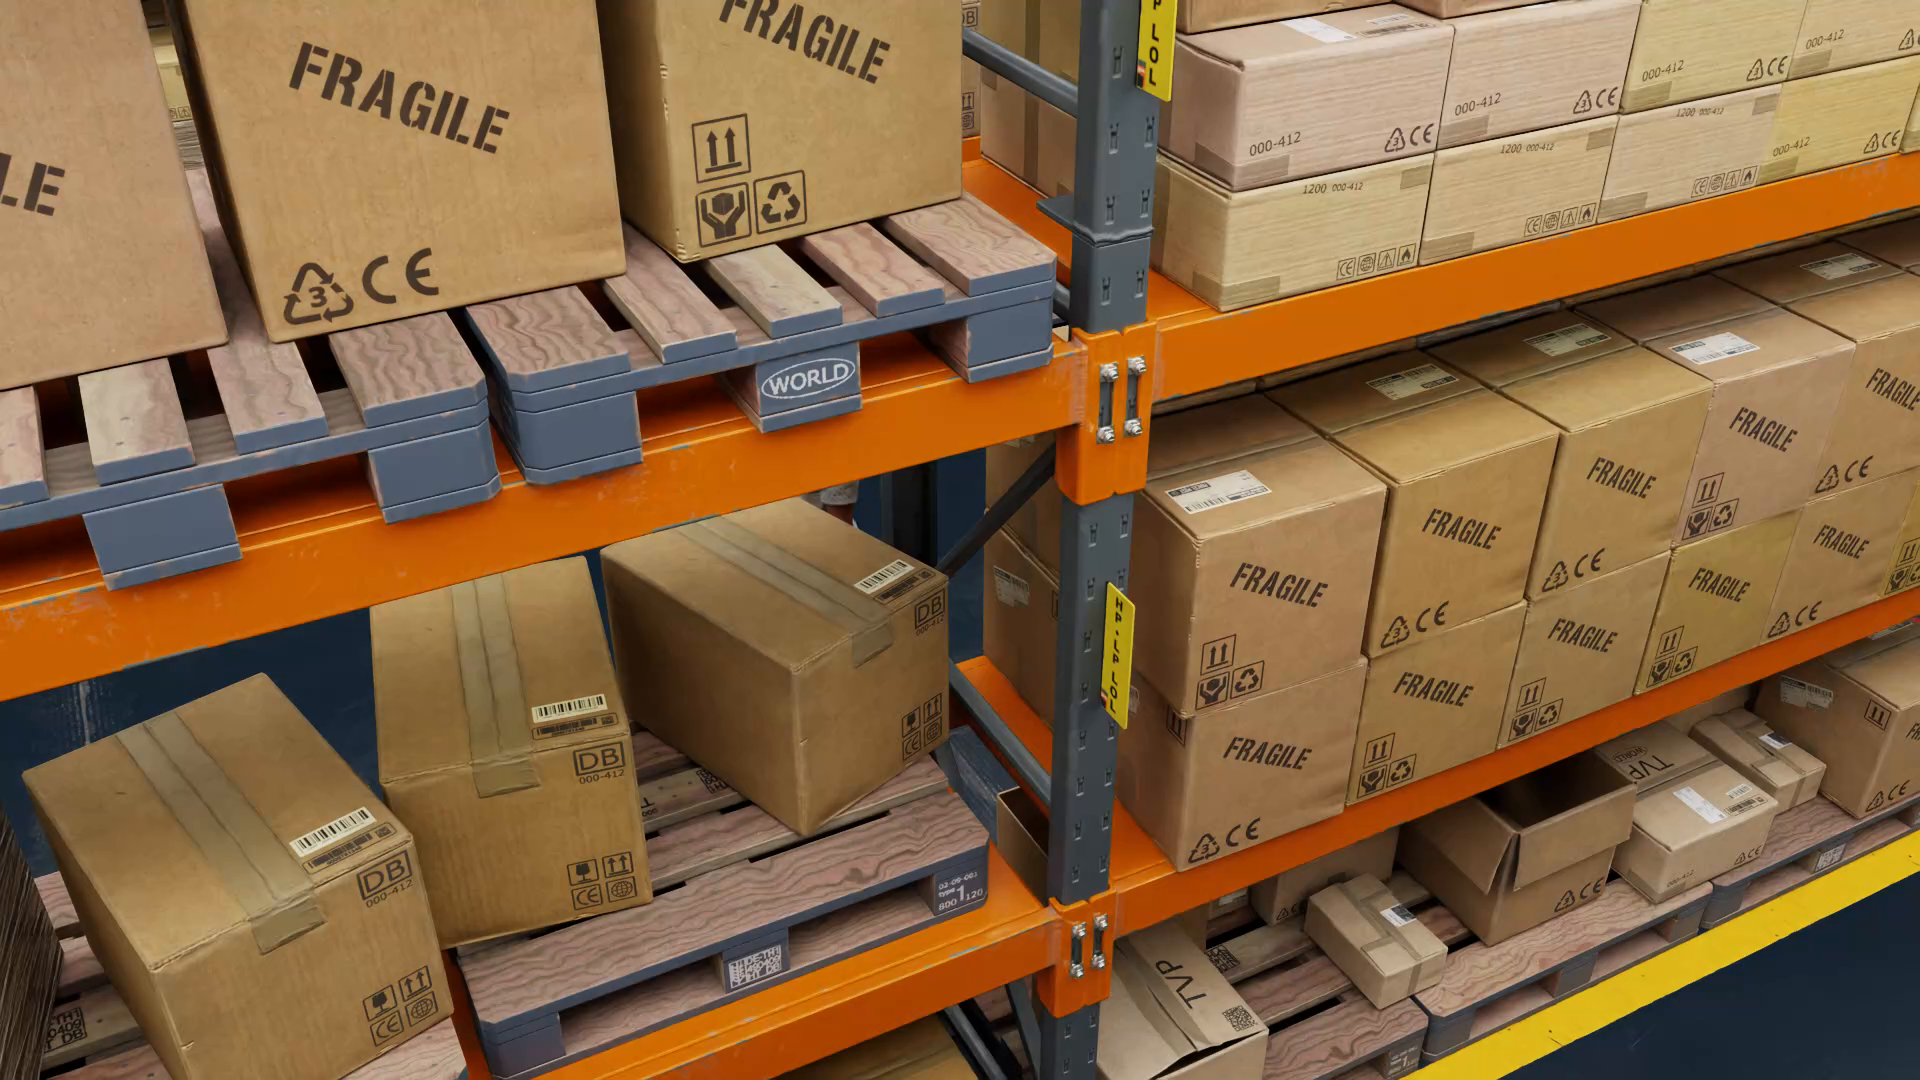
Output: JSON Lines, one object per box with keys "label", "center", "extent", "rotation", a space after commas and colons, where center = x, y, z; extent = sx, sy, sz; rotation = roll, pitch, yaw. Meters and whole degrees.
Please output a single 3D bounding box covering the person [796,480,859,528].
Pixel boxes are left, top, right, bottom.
{"label": "person", "center": [-0.574, 0.044, 6.058], "extent": [0.424, 1.789, 0.545], "rotation": [-15, 36, -22]}
